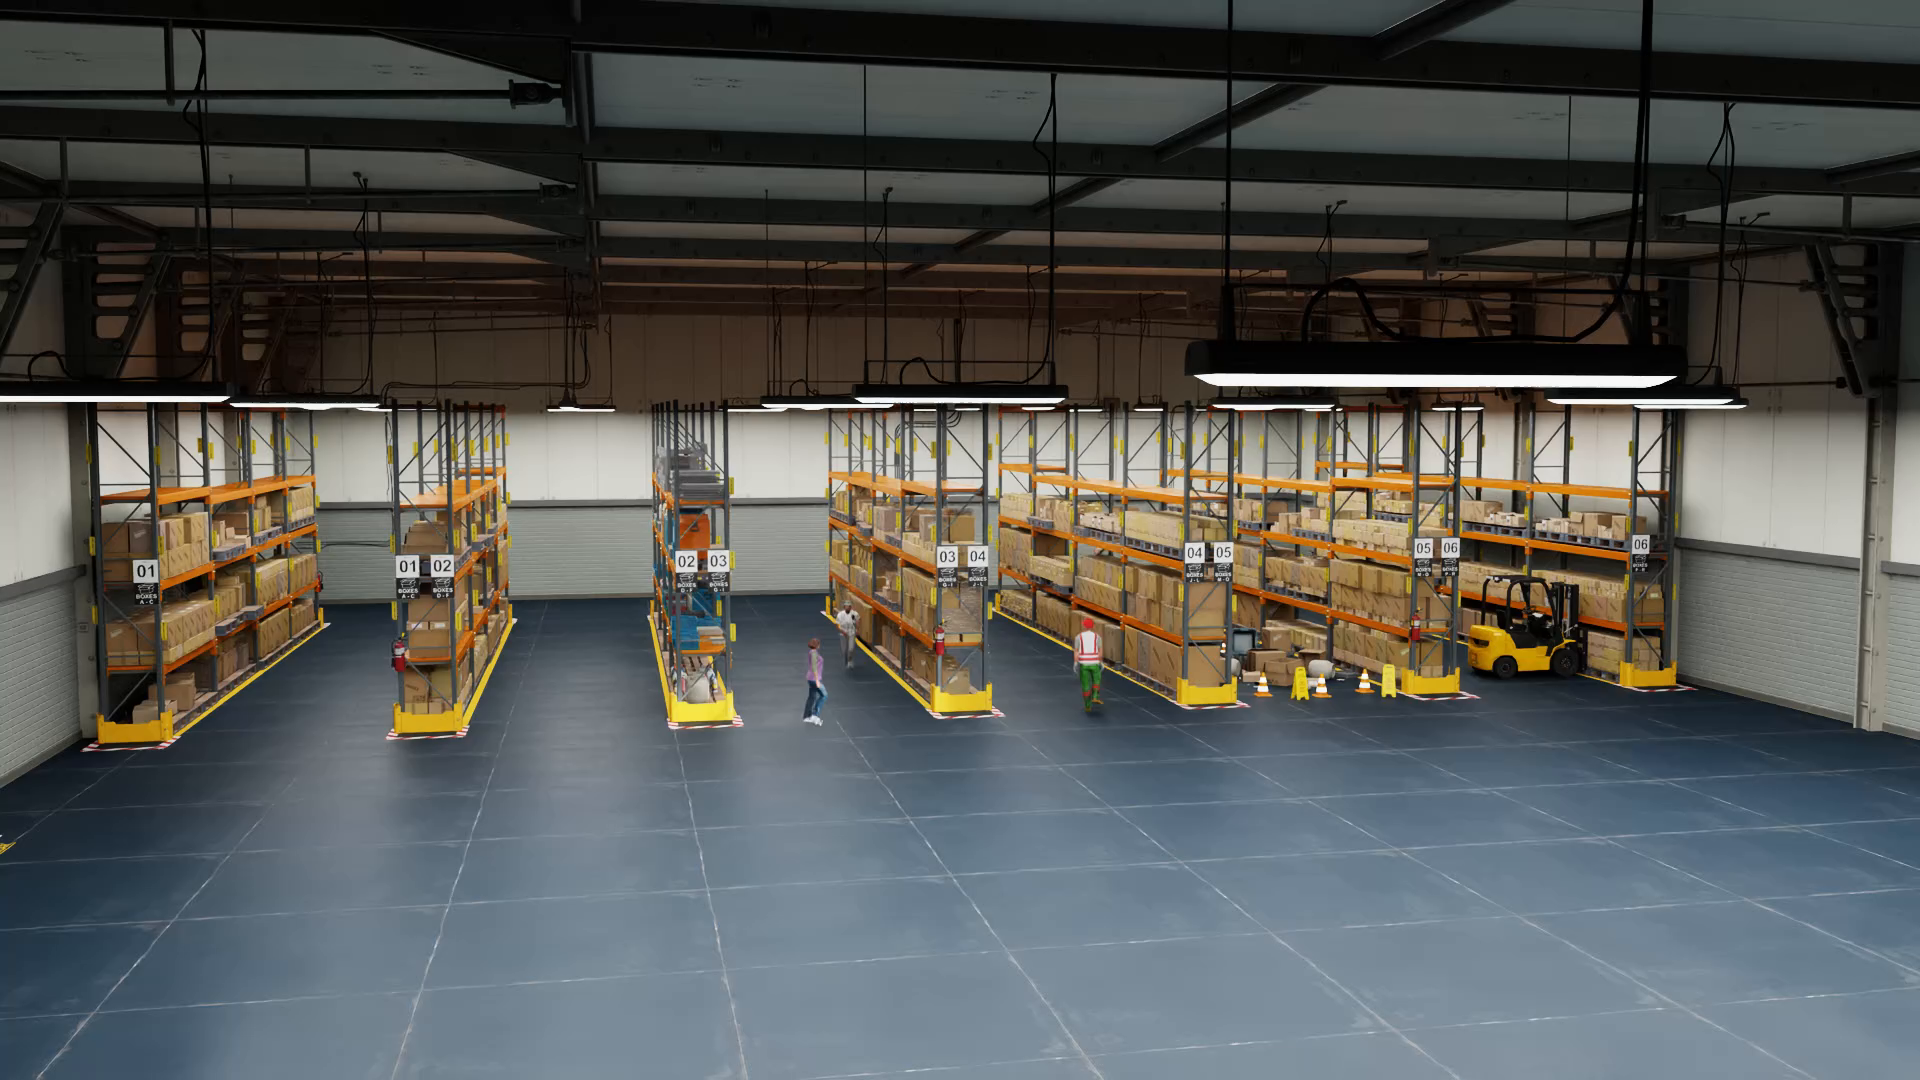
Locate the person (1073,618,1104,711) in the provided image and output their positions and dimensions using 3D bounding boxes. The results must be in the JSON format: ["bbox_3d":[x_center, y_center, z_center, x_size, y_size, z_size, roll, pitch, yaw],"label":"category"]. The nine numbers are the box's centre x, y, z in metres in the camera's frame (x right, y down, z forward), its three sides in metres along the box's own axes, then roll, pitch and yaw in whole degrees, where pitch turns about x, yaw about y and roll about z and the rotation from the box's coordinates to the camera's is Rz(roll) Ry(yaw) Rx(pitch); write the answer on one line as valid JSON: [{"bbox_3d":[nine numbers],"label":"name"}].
[{"bbox_3d":[2.488,2.406,32.166,0.585,1.779,0.490,0,4,0],"label":"person"}]

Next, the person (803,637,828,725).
[{"bbox_3d":[-2.689,2.608,30.794,0.448,1.623,0.447,-1,4,-11],"label":"person"}]

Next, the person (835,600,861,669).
[{"bbox_3d":[-2.496,2.117,37.212,0.575,1.613,0.745,0,4,-1],"label":"person"}]

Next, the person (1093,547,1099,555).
[{"bbox_3d":[4.130,1.081,50.031,1.144,1.732,0.525,0,4,-6],"label":"person"}]
